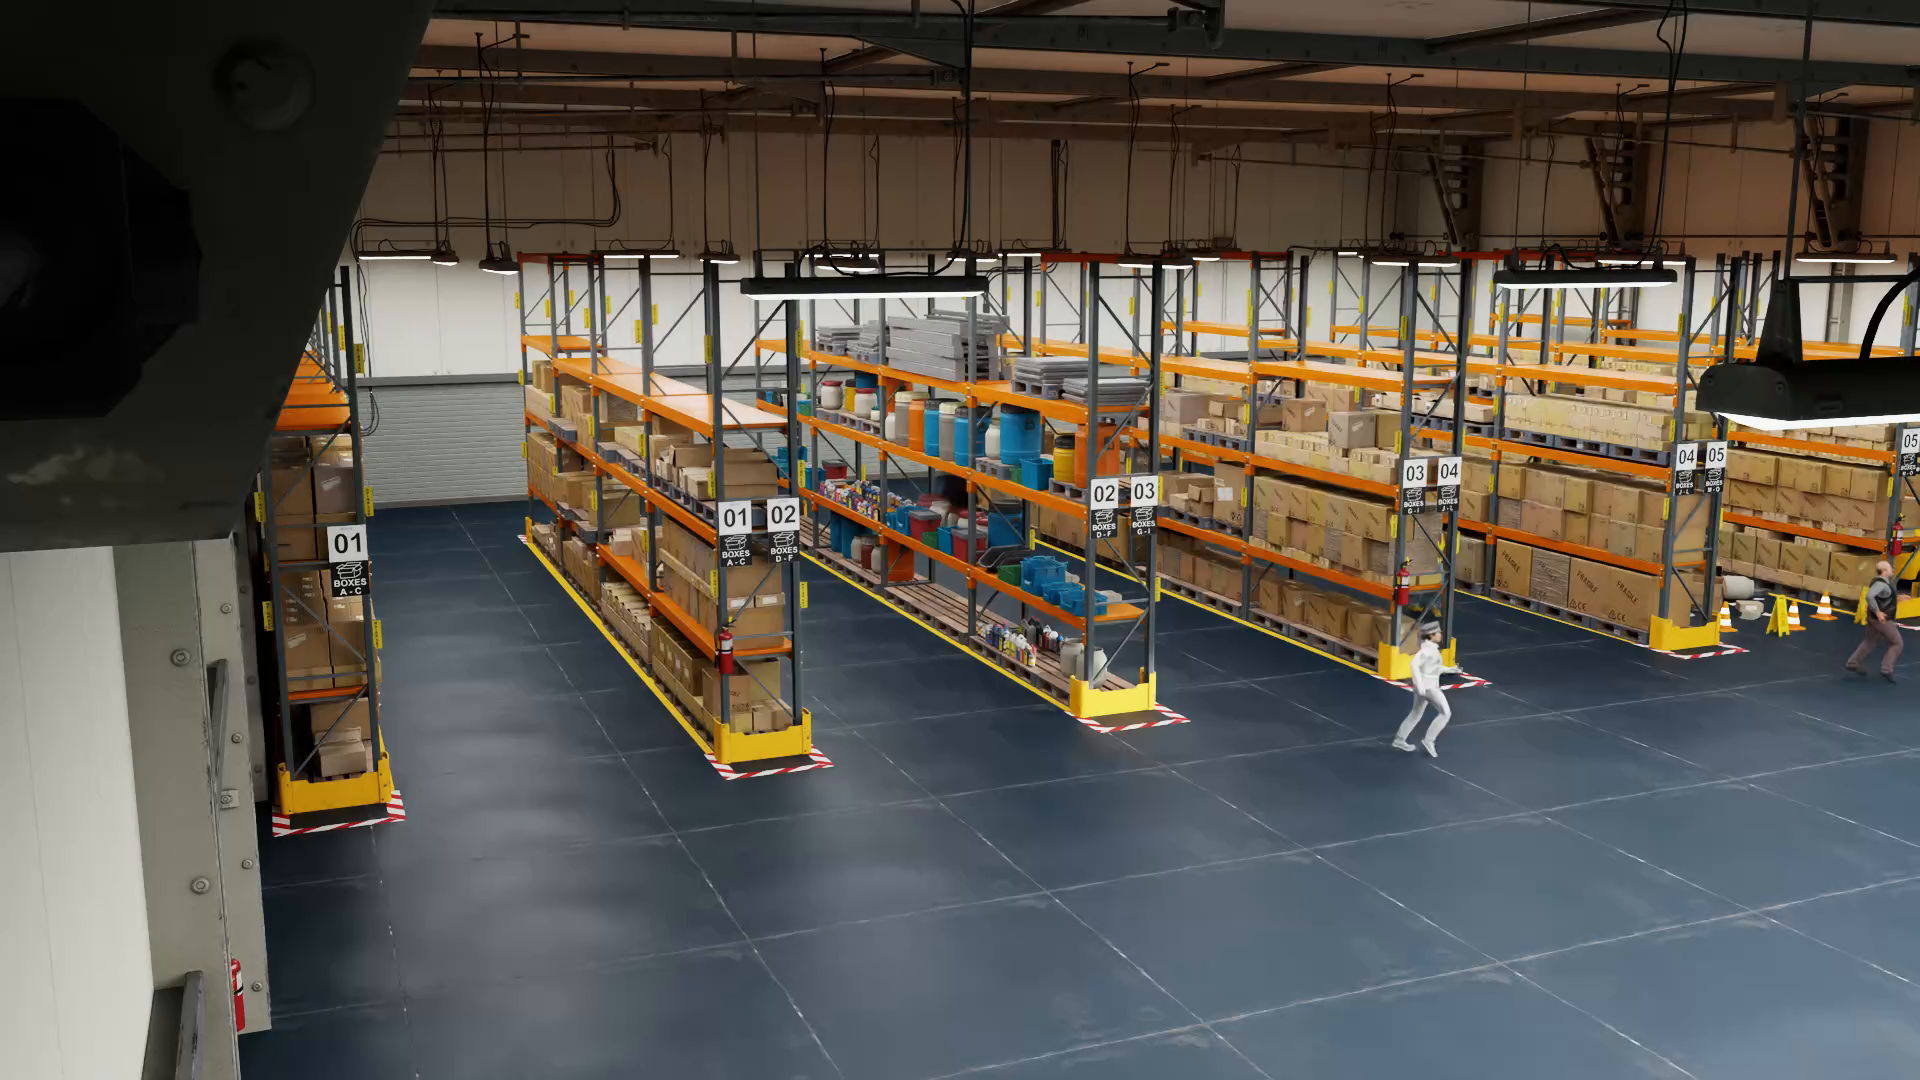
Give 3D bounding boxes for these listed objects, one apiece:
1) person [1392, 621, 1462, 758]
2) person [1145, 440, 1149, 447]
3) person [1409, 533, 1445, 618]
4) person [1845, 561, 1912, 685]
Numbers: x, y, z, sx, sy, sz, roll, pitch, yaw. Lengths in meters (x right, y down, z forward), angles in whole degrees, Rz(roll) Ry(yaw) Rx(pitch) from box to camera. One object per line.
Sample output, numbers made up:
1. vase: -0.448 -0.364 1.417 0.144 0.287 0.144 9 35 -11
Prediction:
1. person: 5.736 1.836 20.380 0.783 1.702 0.565 1 10 6
2. person: 4.234 -1.443 38.059 0.739 1.756 0.952 -4 11 -22
3. person: 7.911 0.434 27.880 0.726 1.840 0.744 -6 12 -31
4. person: 13.180 1.183 23.825 0.758 1.784 0.626 3 11 15
